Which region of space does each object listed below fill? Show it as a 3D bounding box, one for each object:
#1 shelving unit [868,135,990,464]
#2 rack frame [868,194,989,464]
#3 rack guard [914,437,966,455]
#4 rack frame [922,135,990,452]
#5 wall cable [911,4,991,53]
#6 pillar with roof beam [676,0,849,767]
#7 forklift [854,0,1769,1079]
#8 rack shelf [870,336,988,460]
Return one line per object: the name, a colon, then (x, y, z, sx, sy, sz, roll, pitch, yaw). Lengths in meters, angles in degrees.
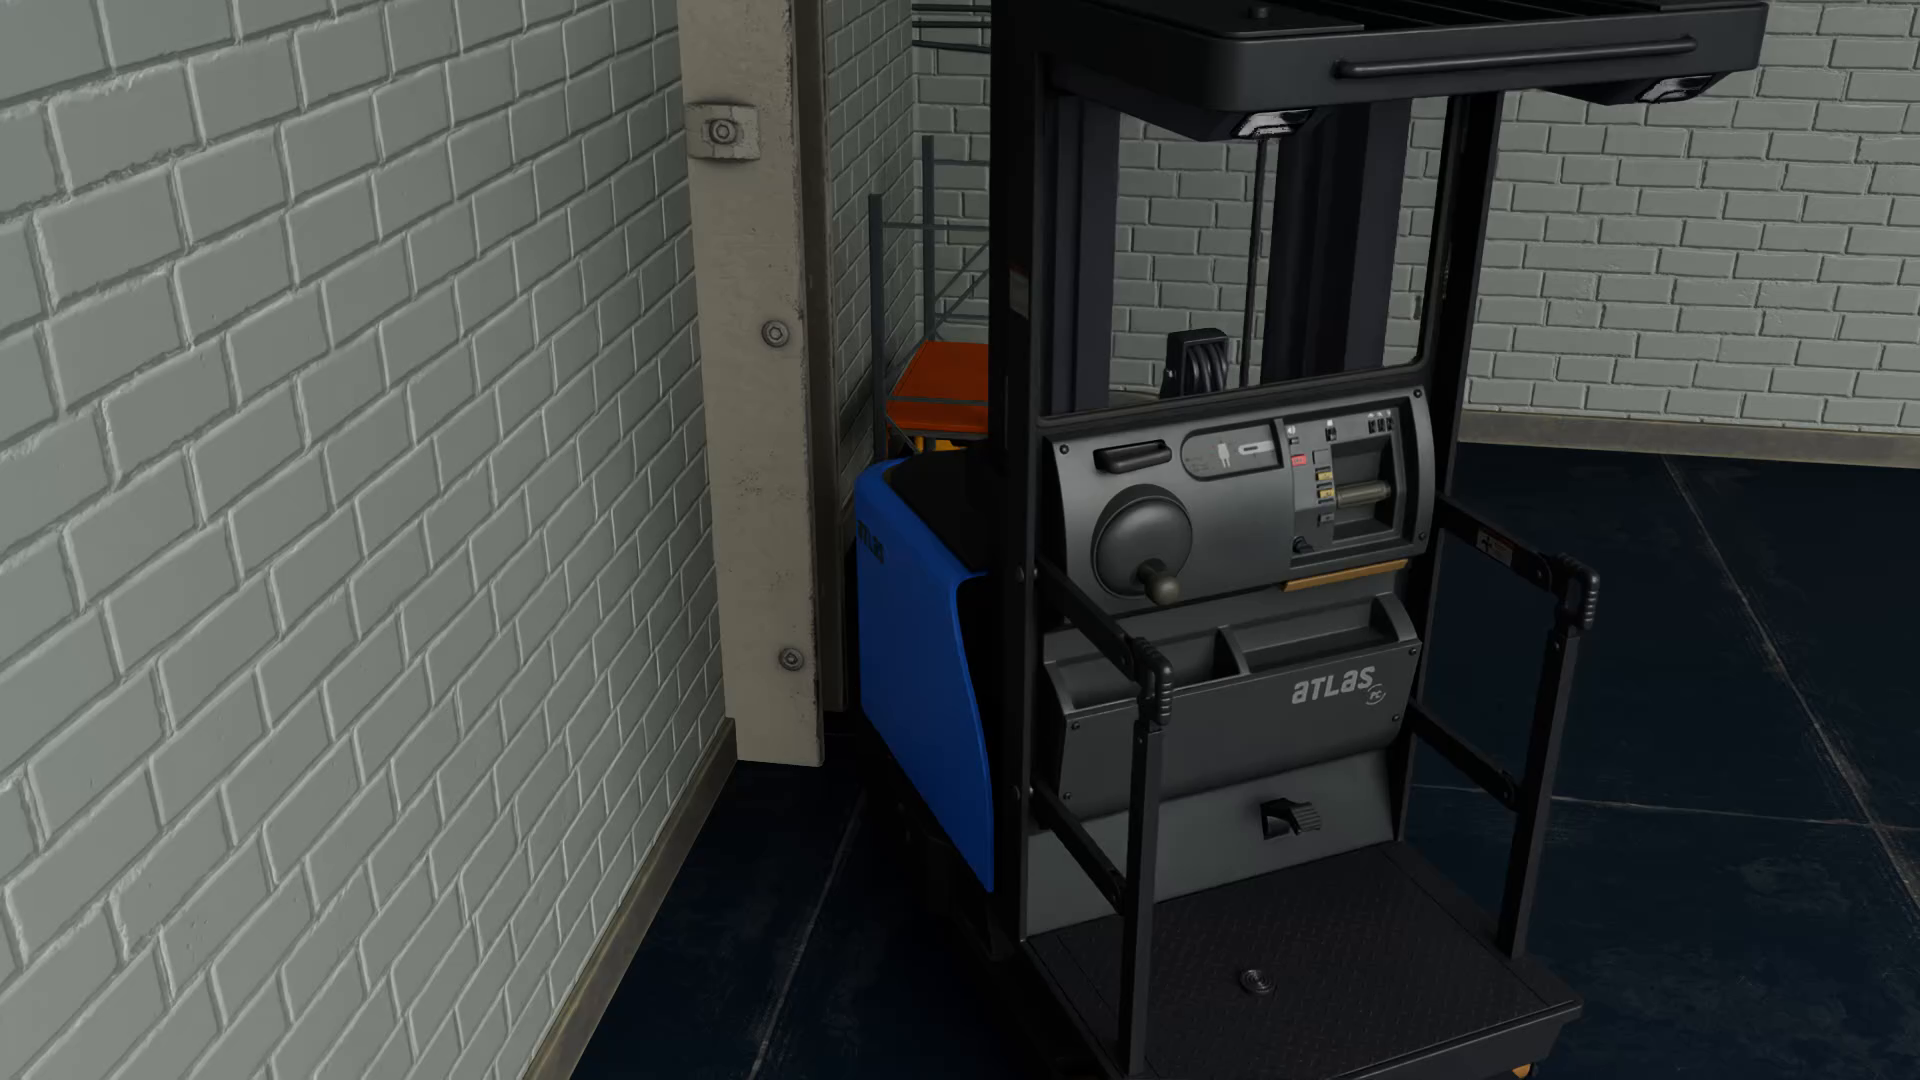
shelving unit: (0.012, -0.711, 6.500, 0.587, 1.500, 1.083, 4, 25, 9)
rack frame: (-0.069, -0.502, 6.054, 0.500, 1.500, 0.032, 4, 25, 9)
rack guard: (0.094, -0.353, 7.210, 0.587, 0.250, 0.087, 4, 25, 9)
rack frame: (0.097, -0.928, 6.962, 0.500, 1.500, 0.032, 4, 25, 9)
wall cable: (1.230, -3.190, 6.613, 3.097, 2.526, 0.112, 4, 25, 9)
pillar with roof beam: (3.691, -3.158, 2.881, 9.100, 9.000, 0.400, 4, 25, 9)
forklift: (0.715, -0.071, 3.443, 1.130, 2.935, 3.031, -10, 27, -20)
rack shelf: (0.014, -0.552, 6.585, 0.538, 0.185, 1.000, 4, 25, 9)
